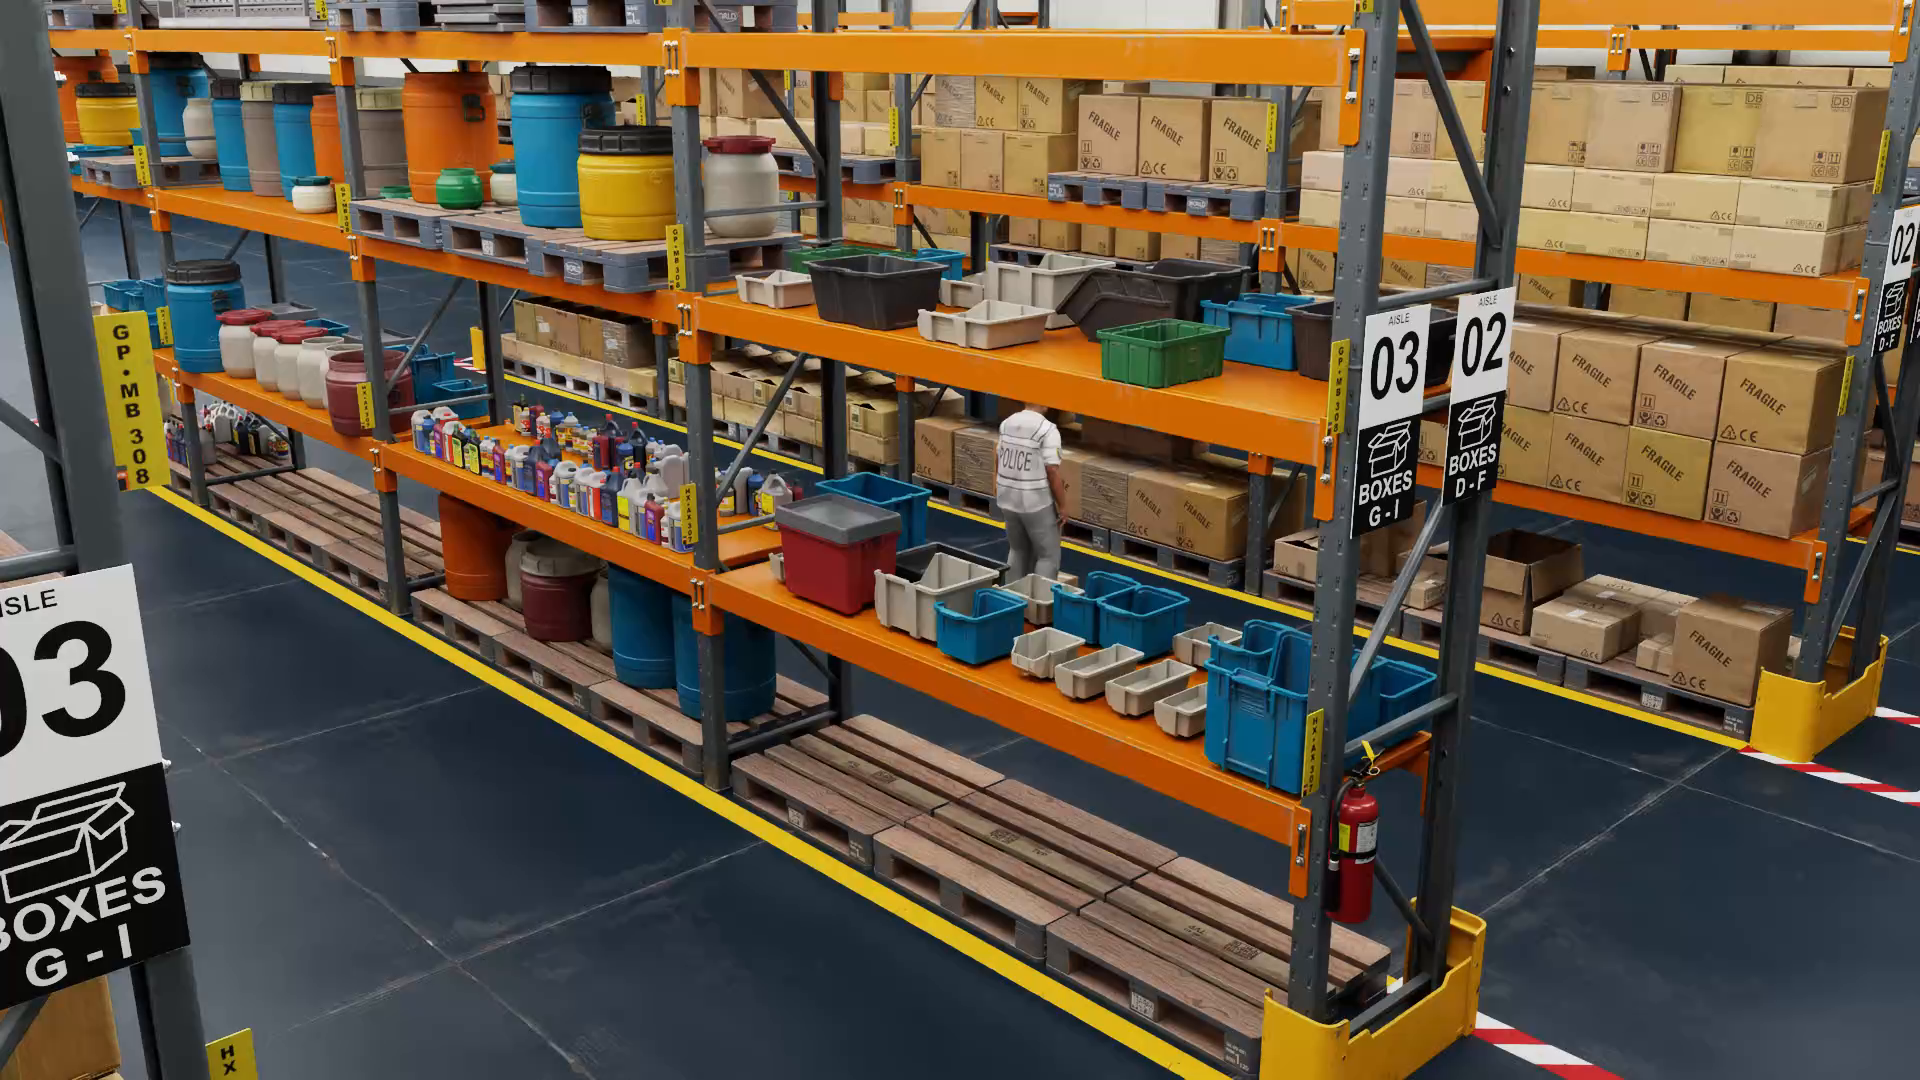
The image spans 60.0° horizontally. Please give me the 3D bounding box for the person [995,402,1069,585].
[{"bbox_3d":[0.502,-0.270,11.900,0.606,1.751,0.429,16,23,41],"label":"person"}]
